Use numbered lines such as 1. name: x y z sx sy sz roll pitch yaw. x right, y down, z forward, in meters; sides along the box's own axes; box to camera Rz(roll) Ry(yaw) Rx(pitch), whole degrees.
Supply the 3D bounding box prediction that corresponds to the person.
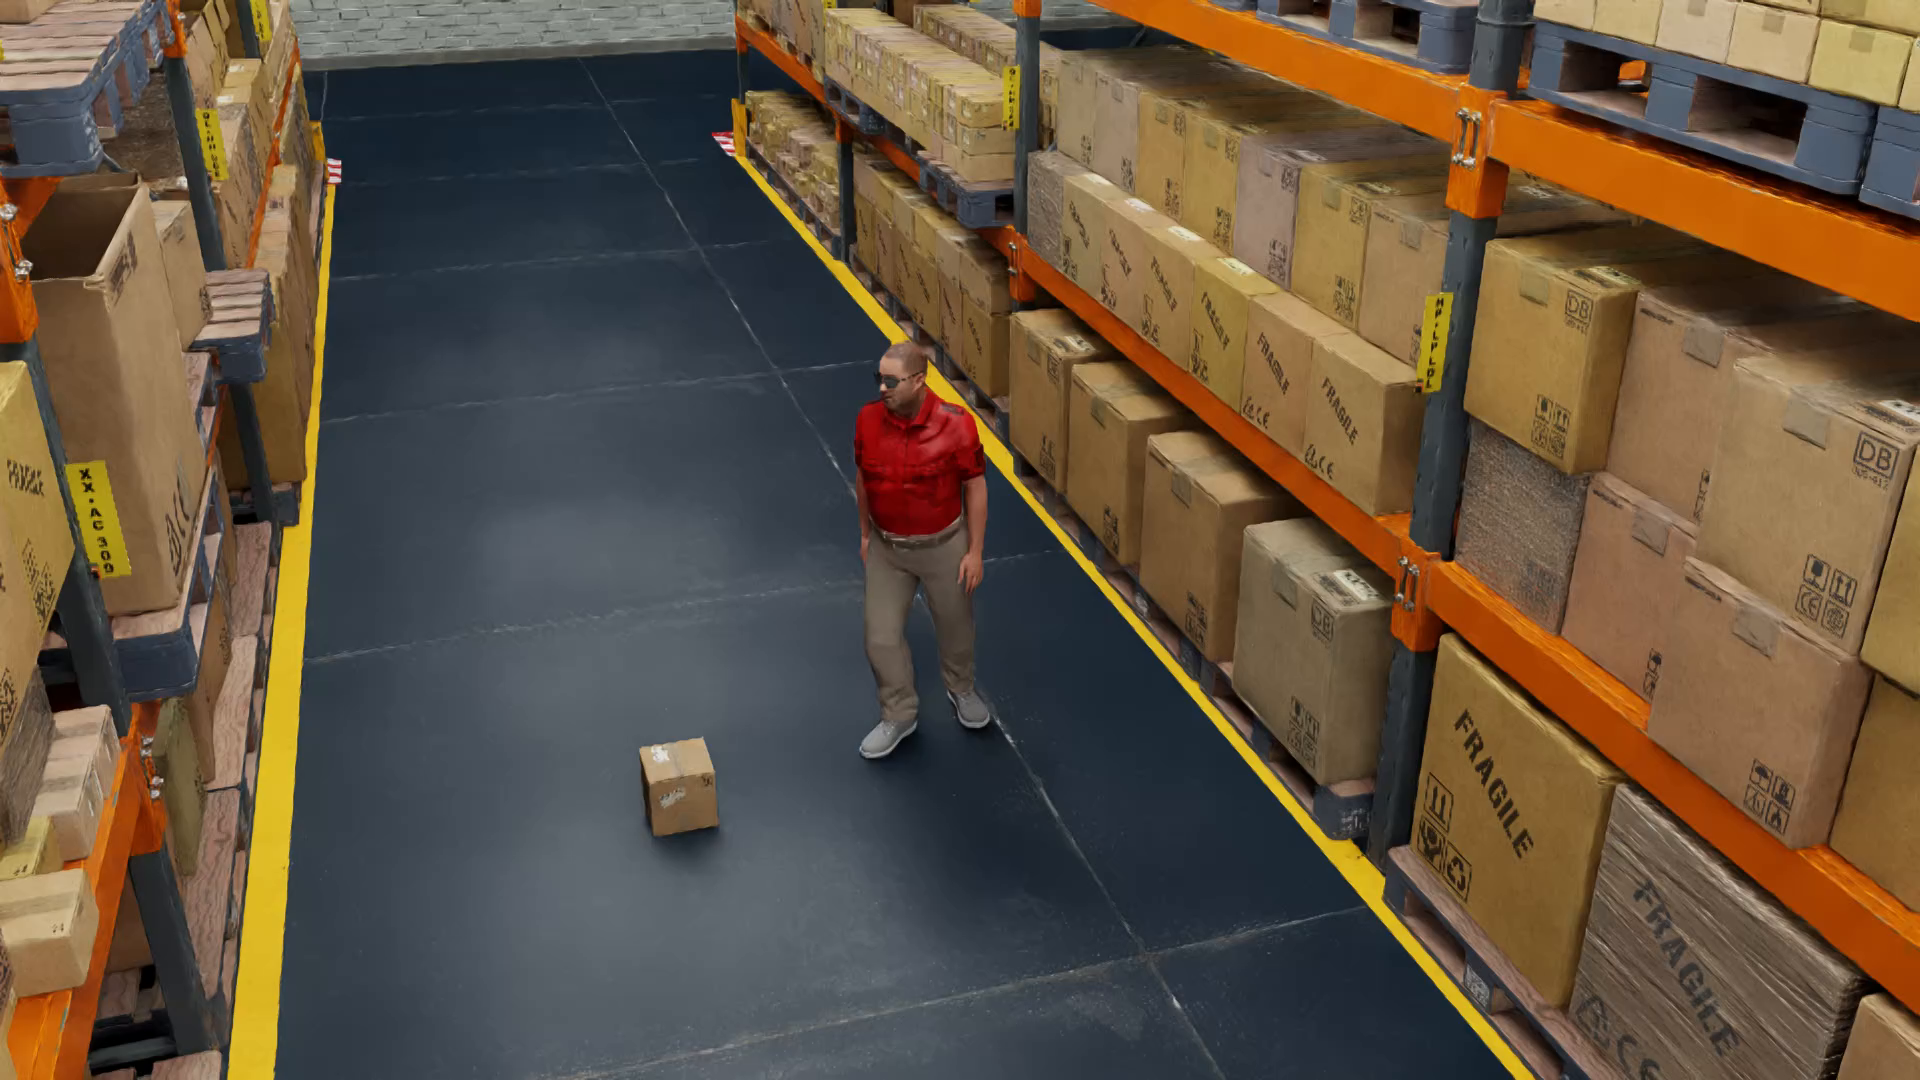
1. person: -0.159 0.019 6.597 0.557 1.719 0.592 8 27 15
